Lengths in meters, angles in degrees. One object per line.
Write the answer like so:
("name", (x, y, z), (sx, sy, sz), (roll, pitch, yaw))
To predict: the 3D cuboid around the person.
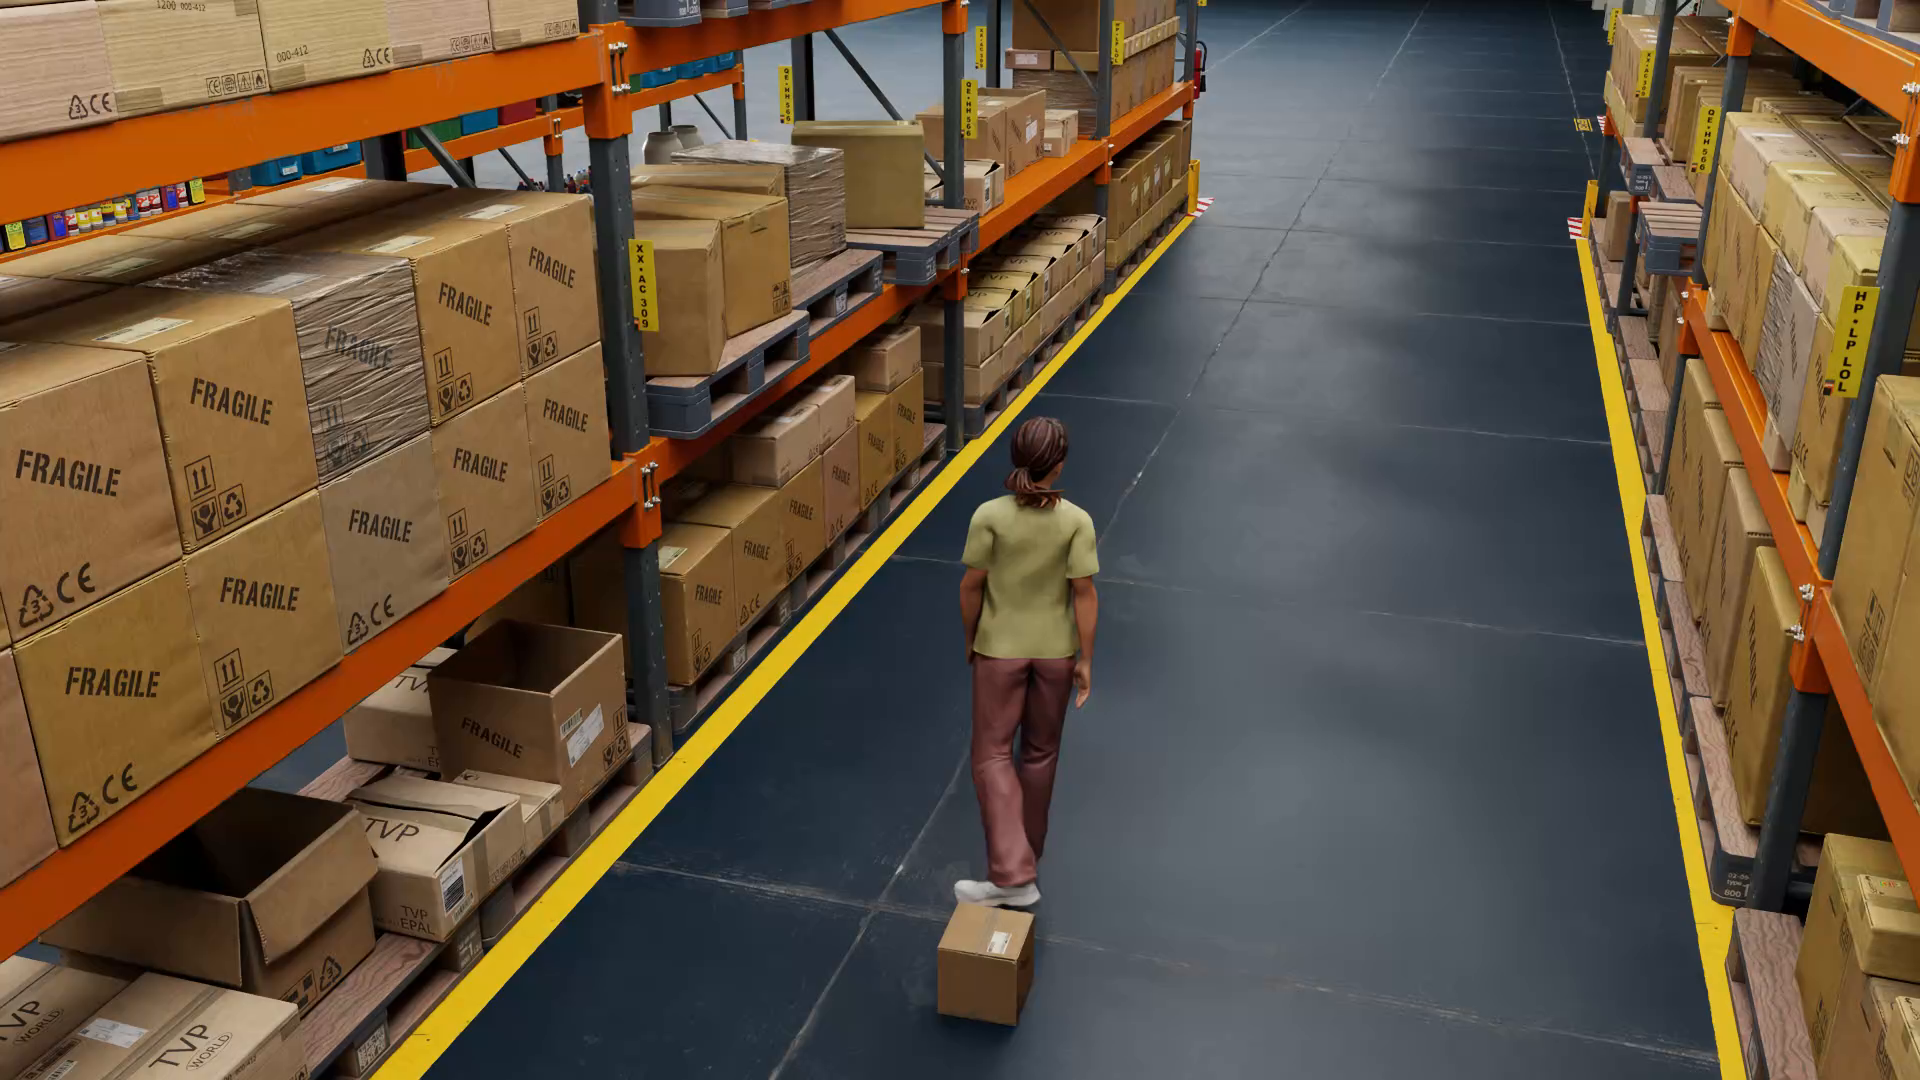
("person", (0.214, 0.425, 5.541), (0.495, 1.666, 0.647), (-2, 22, -4))
